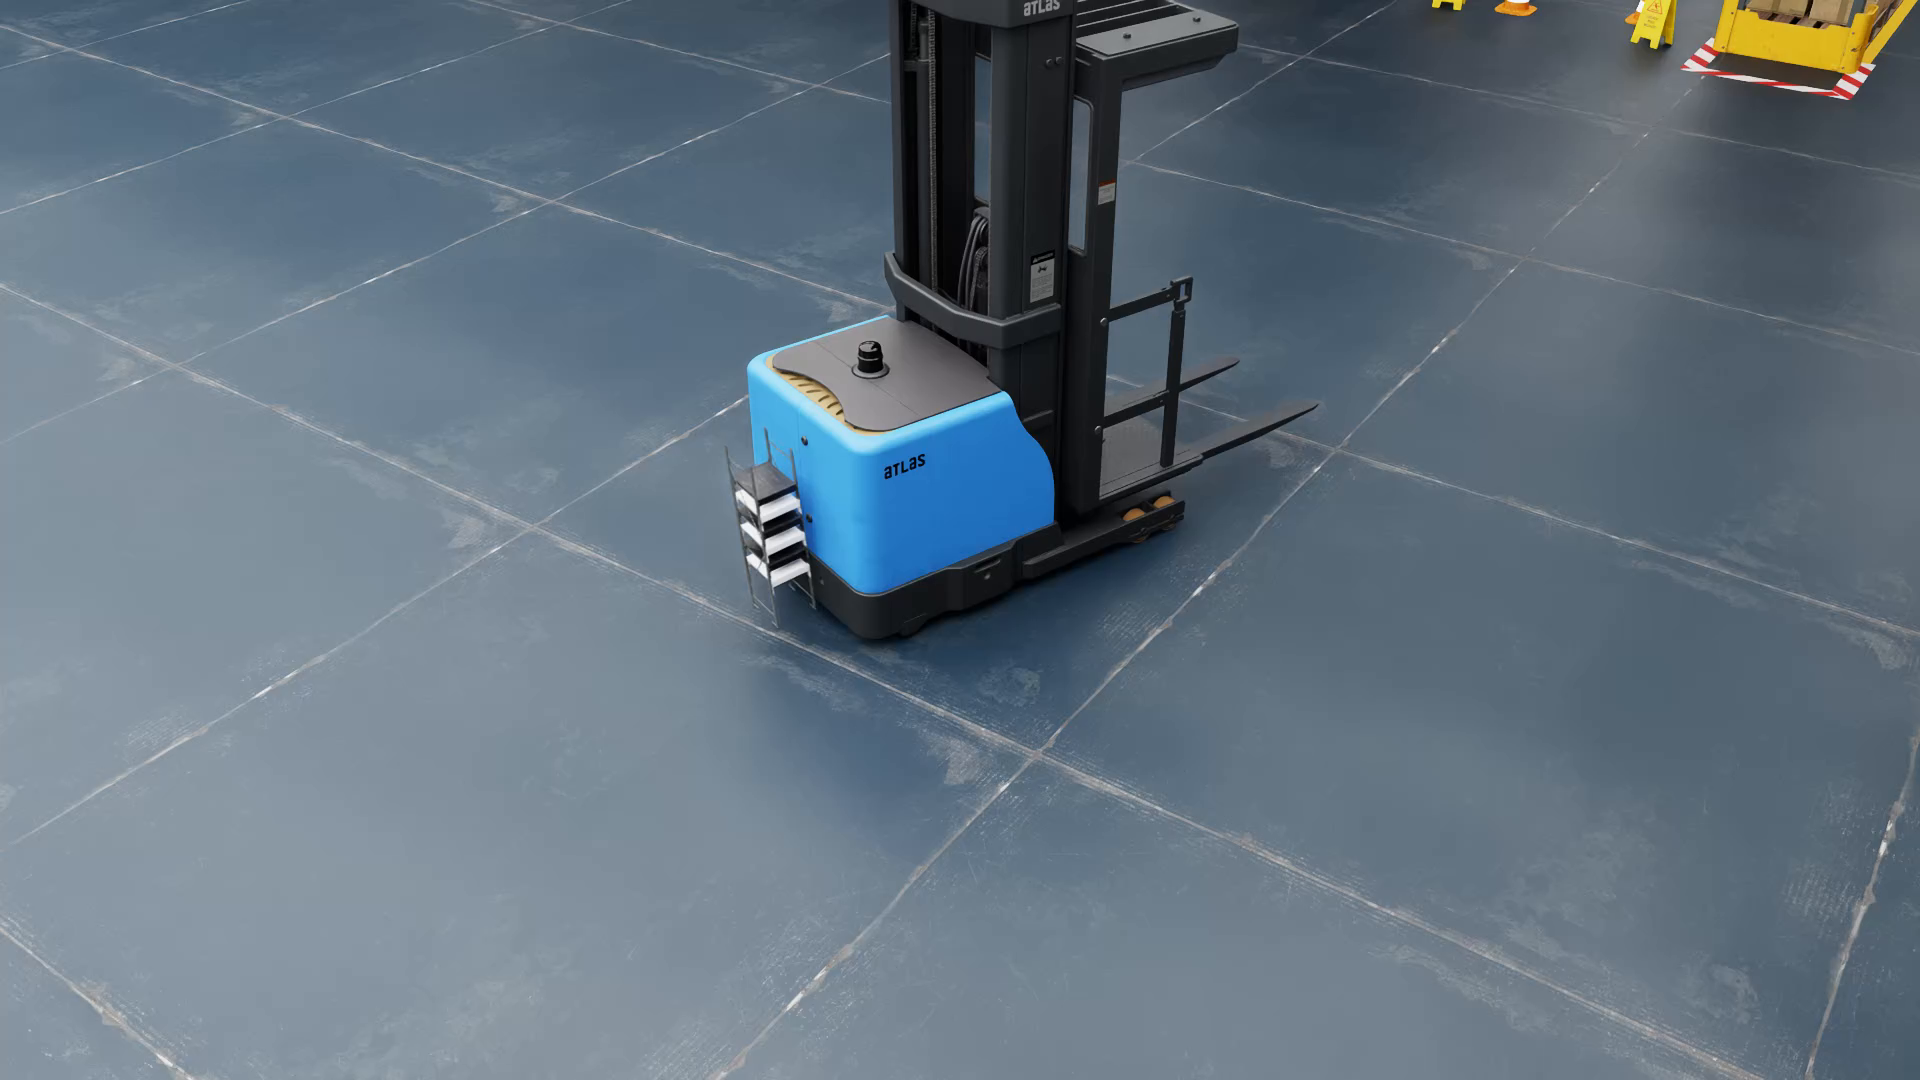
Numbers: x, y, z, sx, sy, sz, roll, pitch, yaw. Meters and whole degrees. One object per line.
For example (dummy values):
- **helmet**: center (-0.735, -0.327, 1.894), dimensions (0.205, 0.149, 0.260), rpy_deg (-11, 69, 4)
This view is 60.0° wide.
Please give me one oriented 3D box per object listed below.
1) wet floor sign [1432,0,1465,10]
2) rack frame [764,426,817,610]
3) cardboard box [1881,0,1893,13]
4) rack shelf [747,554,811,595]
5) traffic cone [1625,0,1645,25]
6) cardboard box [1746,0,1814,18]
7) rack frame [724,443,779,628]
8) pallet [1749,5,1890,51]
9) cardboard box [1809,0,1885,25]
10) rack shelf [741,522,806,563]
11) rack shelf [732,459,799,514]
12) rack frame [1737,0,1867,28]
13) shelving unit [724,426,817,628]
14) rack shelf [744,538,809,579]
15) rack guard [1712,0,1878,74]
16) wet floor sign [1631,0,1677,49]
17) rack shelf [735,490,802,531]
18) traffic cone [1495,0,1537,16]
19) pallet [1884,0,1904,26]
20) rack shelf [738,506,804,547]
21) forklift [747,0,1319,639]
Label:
- **wet floor sign**: center (4.622, -5.322, 15.544), dimensions (0.267, 0.644, 0.232), rpy_deg (14, 37, 20)
- **rack frame**: center (-0.769, -0.088, 7.550), dimensions (0.006, 0.900, 0.240), rpy_deg (-26, 42, -26)
- **cardboard box**: center (8.120, -4.959, 14.985), dimensions (0.500, 0.250, 0.500), rpy_deg (23, 40, 30)
- **rack shelf**: center (-0.837, 0.123, 7.632), dimensions (0.200, 0.077, 0.258), rpy_deg (-26, 42, -26)
- **traffic cone**: center (6.321, -4.968, 15.183), dimensions (0.336, 0.463, 0.334), rpy_deg (21, 39, 28)
- **cardboard box**: center (7.389, -4.912, 14.916), dimensions (0.500, 0.250, 0.500), rpy_deg (21, 39, 28)
- **rack frame**: center (-0.933, -0.008, 7.460), dimensions (0.006, 0.900, 0.240), rpy_deg (-26, 42, -26)
- **pallet**: center (7.671, -4.651, 14.939), dimensions (1.003, 0.211, 1.213), rpy_deg (21, 39, 28)
- **cardboard box**: center (7.823, -4.726, 14.641), dimensions (0.500, 0.250, 0.500), rpy_deg (21, 39, 28)
- **rack shelf**: center (-0.849, -0.021, 7.525), dimensions (0.200, 0.077, 0.258), rpy_deg (-26, 42, -26)
- **rack shelf**: center (-0.866, -0.237, 7.364), dimensions (0.200, 0.077, 0.258), rpy_deg (-26, 42, -26)
- **rack frame**: center (7.136, -5.408, 13.570), dimensions (1.000, 3.000, 0.127), rpy_deg (21, 39, 28)
- **shelving unit**: center (-0.851, -0.048, 7.505), dimensions (0.210, 0.900, 0.258), rpy_deg (-26, 42, -26)
- **rack shelf**: center (-0.843, 0.051, 7.579), dimensions (0.200, 0.077, 0.258), rpy_deg (-26, 42, -26)
- **rack guard**: center (7.179, -4.408, 14.322), dimensions (1.175, 0.500, 0.348), rpy_deg (21, 39, 28)
- **wet floor sign**: center (6.148, -4.688, 14.606), dimensions (0.232, 0.644, 0.267), rpy_deg (-22, 40, -29)
- **rack shelf**: center (-0.860, -0.165, 7.417), dimensions (0.200, 0.077, 0.258), rpy_deg (-26, 42, -26)
- **traffic cone**: center (5.215, -5.166, 15.476), dimensions (0.336, 0.463, 0.334), rpy_deg (21, 39, 28)
- **pallet**: center (8.367, -5.210, 15.766), dimensions (1.003, 0.211, 1.213), rpy_deg (21, 39, 28)
- **rack shelf**: center (-0.855, -0.093, 7.471), dimensions (0.200, 0.077, 0.258), rpy_deg (-26, 42, -26)
- **forklift**: center (0.508, -1.419, 7.733), dimensions (3.031, 2.935, 1.130), rpy_deg (-22, 40, -29)
